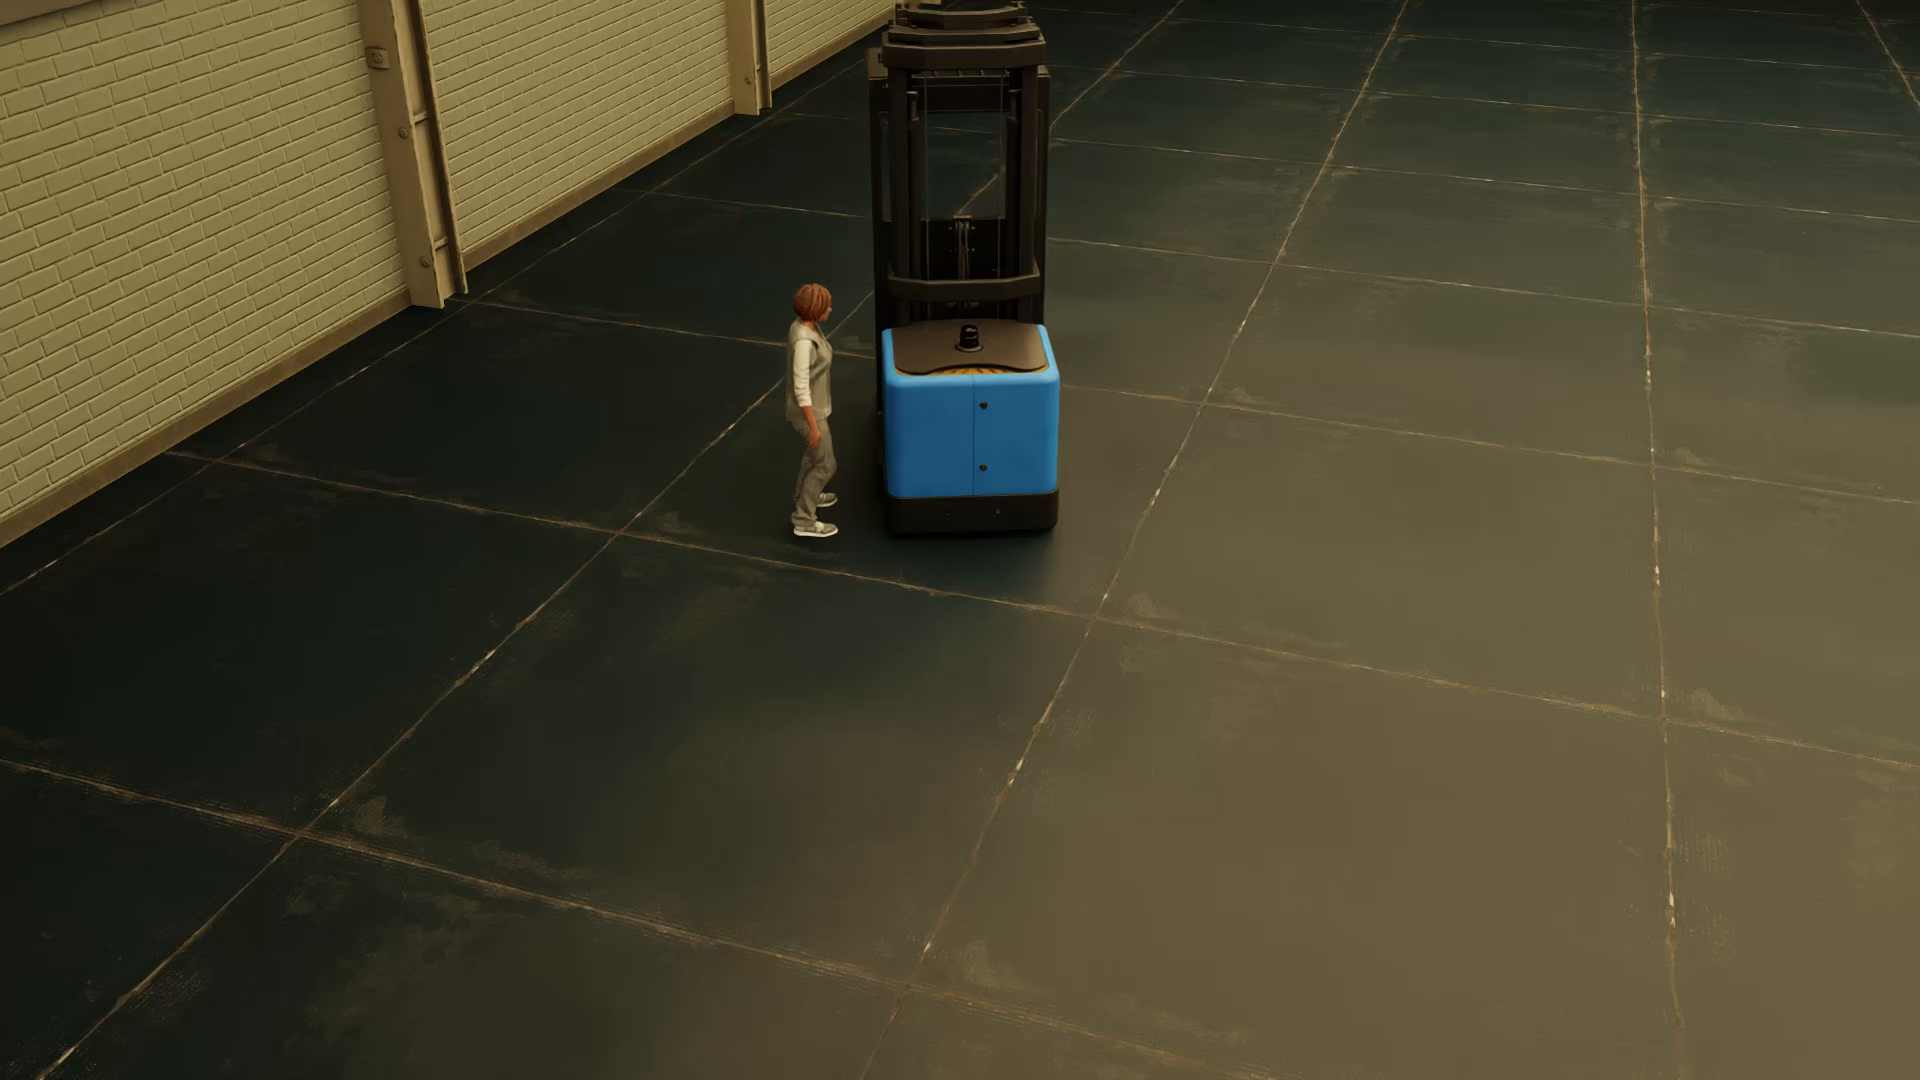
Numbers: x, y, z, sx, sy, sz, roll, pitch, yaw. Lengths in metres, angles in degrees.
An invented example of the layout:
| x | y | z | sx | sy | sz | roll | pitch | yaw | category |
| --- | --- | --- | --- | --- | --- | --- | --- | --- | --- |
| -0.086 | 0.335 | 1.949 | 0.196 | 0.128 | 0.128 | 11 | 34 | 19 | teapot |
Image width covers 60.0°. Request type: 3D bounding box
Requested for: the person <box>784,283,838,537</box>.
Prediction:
| x | y | z | sx | sy | sz | roll | pitch | yaw | category |
| --- | --- | --- | --- | --- | --- | --- | --- | --- | --- |
| -0.889 | -0.772 | 9.866 | 0.305 | 1.573 | 0.636 | -3 | 30 | -6 | person |

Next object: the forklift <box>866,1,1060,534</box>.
| x | y | z | sx | sy | sz | roll | pitch | yaw | category |
| --- | --- | --- | --- | --- | --- | --- | --- | --- | --- |
| -0.021 | -2.012 | 10.665 | 1.130 | 2.935 | 3.031 | -2 | 30 | -3 | forklift |
